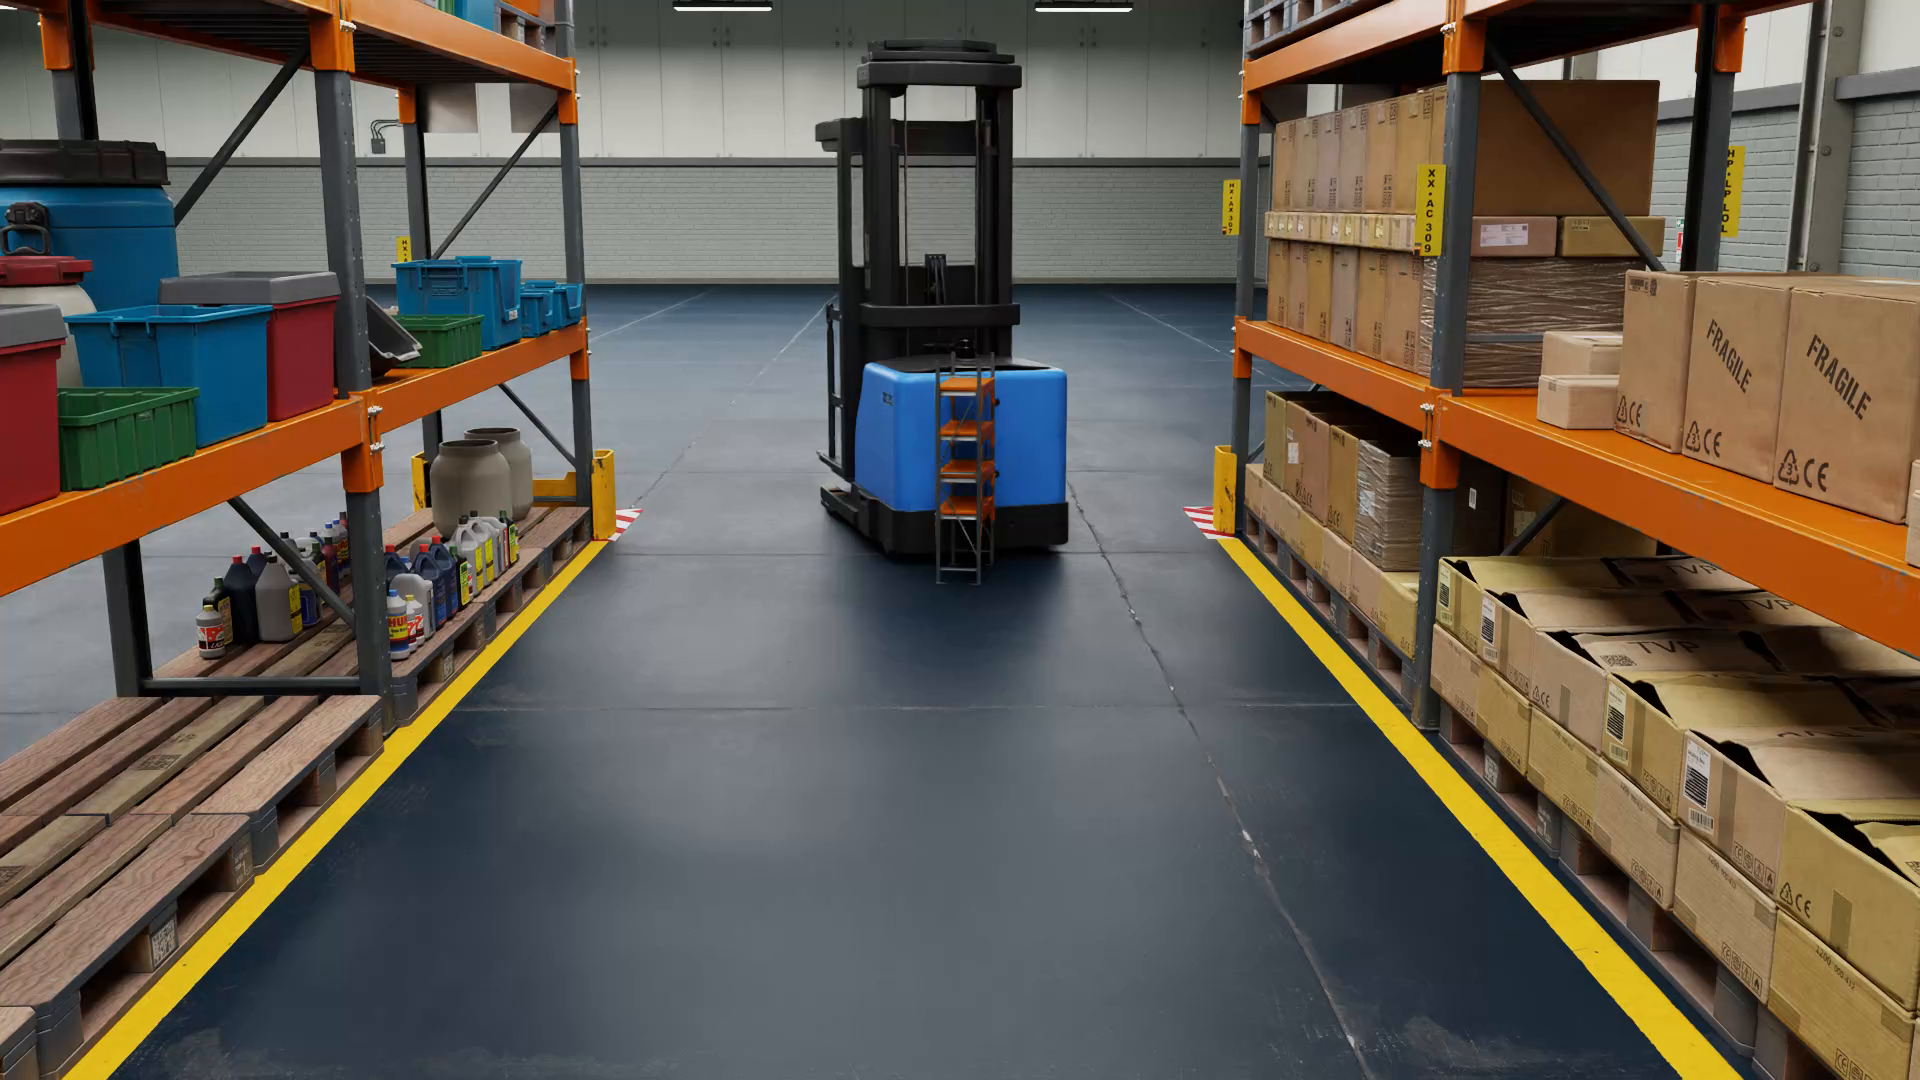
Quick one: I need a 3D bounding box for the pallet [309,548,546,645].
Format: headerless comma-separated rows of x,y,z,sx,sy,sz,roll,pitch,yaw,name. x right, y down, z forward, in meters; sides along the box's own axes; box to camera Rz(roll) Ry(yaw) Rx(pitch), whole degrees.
-2.684,0.267,8.213,1.003,0.211,1.213,0,11,-1,pallet

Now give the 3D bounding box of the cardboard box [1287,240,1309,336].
2.199,-1.389,9.112,0.700,0.500,0.500,0,11,0,cardboard box

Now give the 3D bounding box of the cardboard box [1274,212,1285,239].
1.987,-1.773,9.372,0.380,0.149,0.250,-1,11,-3,cardboard box

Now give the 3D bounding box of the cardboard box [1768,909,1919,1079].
2.082,0.988,3.503,0.500,0.250,0.500,0,11,-2,cardboard box

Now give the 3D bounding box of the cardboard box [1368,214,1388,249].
2.030,-1.365,7.360,0.380,0.149,0.250,0,11,-1,cardboard box

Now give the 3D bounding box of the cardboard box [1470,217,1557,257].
2.049,-1.163,6.363,0.380,0.149,0.250,0,11,-1,cardboard box

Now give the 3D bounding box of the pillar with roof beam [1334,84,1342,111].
3.218,-9.116,32.362,9.100,9.000,0.400,0,11,-1,pillar with roof beam

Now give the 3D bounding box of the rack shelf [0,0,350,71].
-2.642,-1.443,3.892,1.077,0.370,4.000,0,11,-1,rack shelf

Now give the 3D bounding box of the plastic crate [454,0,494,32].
-2.426,-2.602,7.839,0.392,0.384,0.575,0,11,-1,plastic crate

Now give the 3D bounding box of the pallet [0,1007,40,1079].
-2.578,1.285,3.196,1.003,0.211,1.213,0,11,-1,pallet

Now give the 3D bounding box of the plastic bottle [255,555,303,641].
-2.841,0.232,6.926,0.144,0.351,0.185,0,11,-1,plastic bottle

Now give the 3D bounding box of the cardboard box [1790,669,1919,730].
2.595,0.506,4.469,0.500,0.311,0.500,0,11,-2,cardboard box

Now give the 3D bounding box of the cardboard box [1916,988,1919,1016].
2.094,0.816,2.940,0.500,0.311,0.500,0,11,0,cardboard box

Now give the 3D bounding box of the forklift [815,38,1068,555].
-1.444,-1.581,8.550,4.498,3.703,6.186,-3,12,-16,forklift

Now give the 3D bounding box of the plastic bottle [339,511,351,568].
-3.054,0.004,8.219,0.061,0.283,0.133,0,11,0,plastic bottle

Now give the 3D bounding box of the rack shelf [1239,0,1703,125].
2.227,-2.258,7.908,1.077,0.370,4.000,0,11,-1,rack shelf

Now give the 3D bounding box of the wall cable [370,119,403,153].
-13.342,-12.491,40.442,2.305,6.003,0.169,0,11,-1,wall cable

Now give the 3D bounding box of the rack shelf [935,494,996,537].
0.032,-0.137,9.055,0.258,0.148,0.480,2,12,9,rack shelf

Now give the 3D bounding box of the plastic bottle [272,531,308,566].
-2.996,0.130,7.428,0.144,0.351,0.185,0,11,-2,plastic bottle

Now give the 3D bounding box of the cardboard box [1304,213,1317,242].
2.002,-1.621,8.620,0.380,0.149,0.250,-1,11,-3,cardboard box

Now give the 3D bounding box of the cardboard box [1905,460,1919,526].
2.269,-0.078,3.529,0.380,0.149,0.250,1,11,3,cardboard box

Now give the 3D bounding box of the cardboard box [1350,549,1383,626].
2.040,0.208,7.347,0.500,0.250,0.500,0,11,-1,cardboard box

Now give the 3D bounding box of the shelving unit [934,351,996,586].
0.032,-0.398,9.002,0.258,1.200,0.503,2,12,9,shelving unit

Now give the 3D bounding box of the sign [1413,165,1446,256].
1.714,-1.203,6.068,0.100,0.325,0.005,0,11,-1,sign

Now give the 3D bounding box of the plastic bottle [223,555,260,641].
-2.985,0.233,6.923,0.144,0.351,0.185,-1,11,-3,plastic bottle

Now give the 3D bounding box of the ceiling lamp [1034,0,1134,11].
2.518,-12.399,33.861,2.000,3.185,0.800,0,11,-1,ceiling lamp

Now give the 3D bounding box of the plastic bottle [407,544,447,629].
-2.285,0.197,7.097,0.144,0.351,0.185,0,11,0,plastic bottle

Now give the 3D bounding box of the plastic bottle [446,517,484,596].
-2.298,0.075,7.699,0.144,0.351,0.185,0,11,-2,plastic bottle

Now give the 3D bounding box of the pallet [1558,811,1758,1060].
2.351,1.013,4.533,1.003,0.211,1.213,0,11,-1,pallet

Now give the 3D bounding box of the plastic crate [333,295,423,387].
-2.567,-0.797,6.600,0.767,0.338,0.504,0,11,-1,plastic crate

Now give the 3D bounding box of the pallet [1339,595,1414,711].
2.294,0.466,7.232,1.003,0.211,1.213,0,11,-1,pallet

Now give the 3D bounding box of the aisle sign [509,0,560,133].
-2.471,-2.808,9.816,0.394,0.787,0.004,0,11,-1,aisle sign

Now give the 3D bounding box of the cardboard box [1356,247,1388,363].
2.229,-1.084,7.608,0.700,0.500,0.500,0,11,0,cardboard box

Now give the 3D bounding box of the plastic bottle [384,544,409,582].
-2.430,0.198,7.094,0.144,0.351,0.185,0,11,-1,plastic bottle

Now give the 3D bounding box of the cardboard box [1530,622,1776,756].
2.045,0.410,4.943,0.500,0.311,0.500,-1,11,-3,cardboard box

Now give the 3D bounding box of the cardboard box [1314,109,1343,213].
2.212,-1.914,8.437,0.700,0.500,0.500,0,11,-1,cardboard box

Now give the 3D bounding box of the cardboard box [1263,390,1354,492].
1.987,-0.557,9.232,0.500,0.500,0.500,0,11,-1,cardboard box

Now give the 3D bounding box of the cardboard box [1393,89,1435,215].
2.242,-1.616,6.966,0.700,0.500,0.500,0,11,-1,cardboard box

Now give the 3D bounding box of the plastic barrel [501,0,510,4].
-2.616,-3.060,8.525,0.600,0.588,0.600,0,11,0,plastic barrel

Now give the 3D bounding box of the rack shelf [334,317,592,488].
-2.725,-0.768,8.110,1.077,0.370,4.000,0,11,-1,rack shelf

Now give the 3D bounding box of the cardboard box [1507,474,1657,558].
2.572,-0.062,6.793,0.500,0.500,0.500,0,11,-1,cardboard box

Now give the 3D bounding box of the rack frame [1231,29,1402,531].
2.186,-1.538,10.094,1.000,3.000,0.127,0,11,-1,rack frame

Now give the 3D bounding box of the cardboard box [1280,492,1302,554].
1.999,-0.090,8.816,0.500,0.250,0.500,0,11,-1,cardboard box

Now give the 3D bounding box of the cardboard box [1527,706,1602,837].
2.052,0.685,4.998,0.500,0.250,0.500,-1,11,-3,cardboard box

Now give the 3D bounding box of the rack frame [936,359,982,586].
-0.008,-0.350,8.766,0.240,1.200,0.015,2,12,9,rack frame

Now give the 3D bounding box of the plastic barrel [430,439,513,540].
-2.666,-0.275,9.069,0.421,0.512,0.421,0,11,0,plastic barrel

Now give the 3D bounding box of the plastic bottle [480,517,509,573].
-2.312,0.015,8.187,0.152,0.276,0.135,0,11,-1,plastic bottle

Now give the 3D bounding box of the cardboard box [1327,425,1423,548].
2.028,-0.258,7.762,0.500,0.500,0.500,0,11,-1,cardboard box

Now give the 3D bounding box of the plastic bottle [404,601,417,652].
-2.254,0.347,6.733,0.097,0.201,0.097,0,11,0,plastic bottle

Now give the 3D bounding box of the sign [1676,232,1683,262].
7.973,-3.235,18.371,0.001,0.329,0.234,0,11,-1,sign

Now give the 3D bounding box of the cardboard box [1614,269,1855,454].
2.279,-0.534,4.896,0.500,0.500,0.500,1,11,3,cardboard box

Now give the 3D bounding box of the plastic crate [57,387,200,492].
-2.365,-0.274,4.399,0.450,0.188,0.662,0,11,-1,plastic crate

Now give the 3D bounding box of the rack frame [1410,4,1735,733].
2.269,-0.743,6.175,1.000,3.000,0.127,0,11,-1,rack frame

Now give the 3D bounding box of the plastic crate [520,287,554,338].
-2.449,-1.218,8.892,0.499,0.251,0.408,0,11,-1,plastic crate

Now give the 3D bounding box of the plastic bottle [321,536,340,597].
-2.889,0.131,7.596,0.061,0.283,0.133,0,11,-1,plastic bottle
